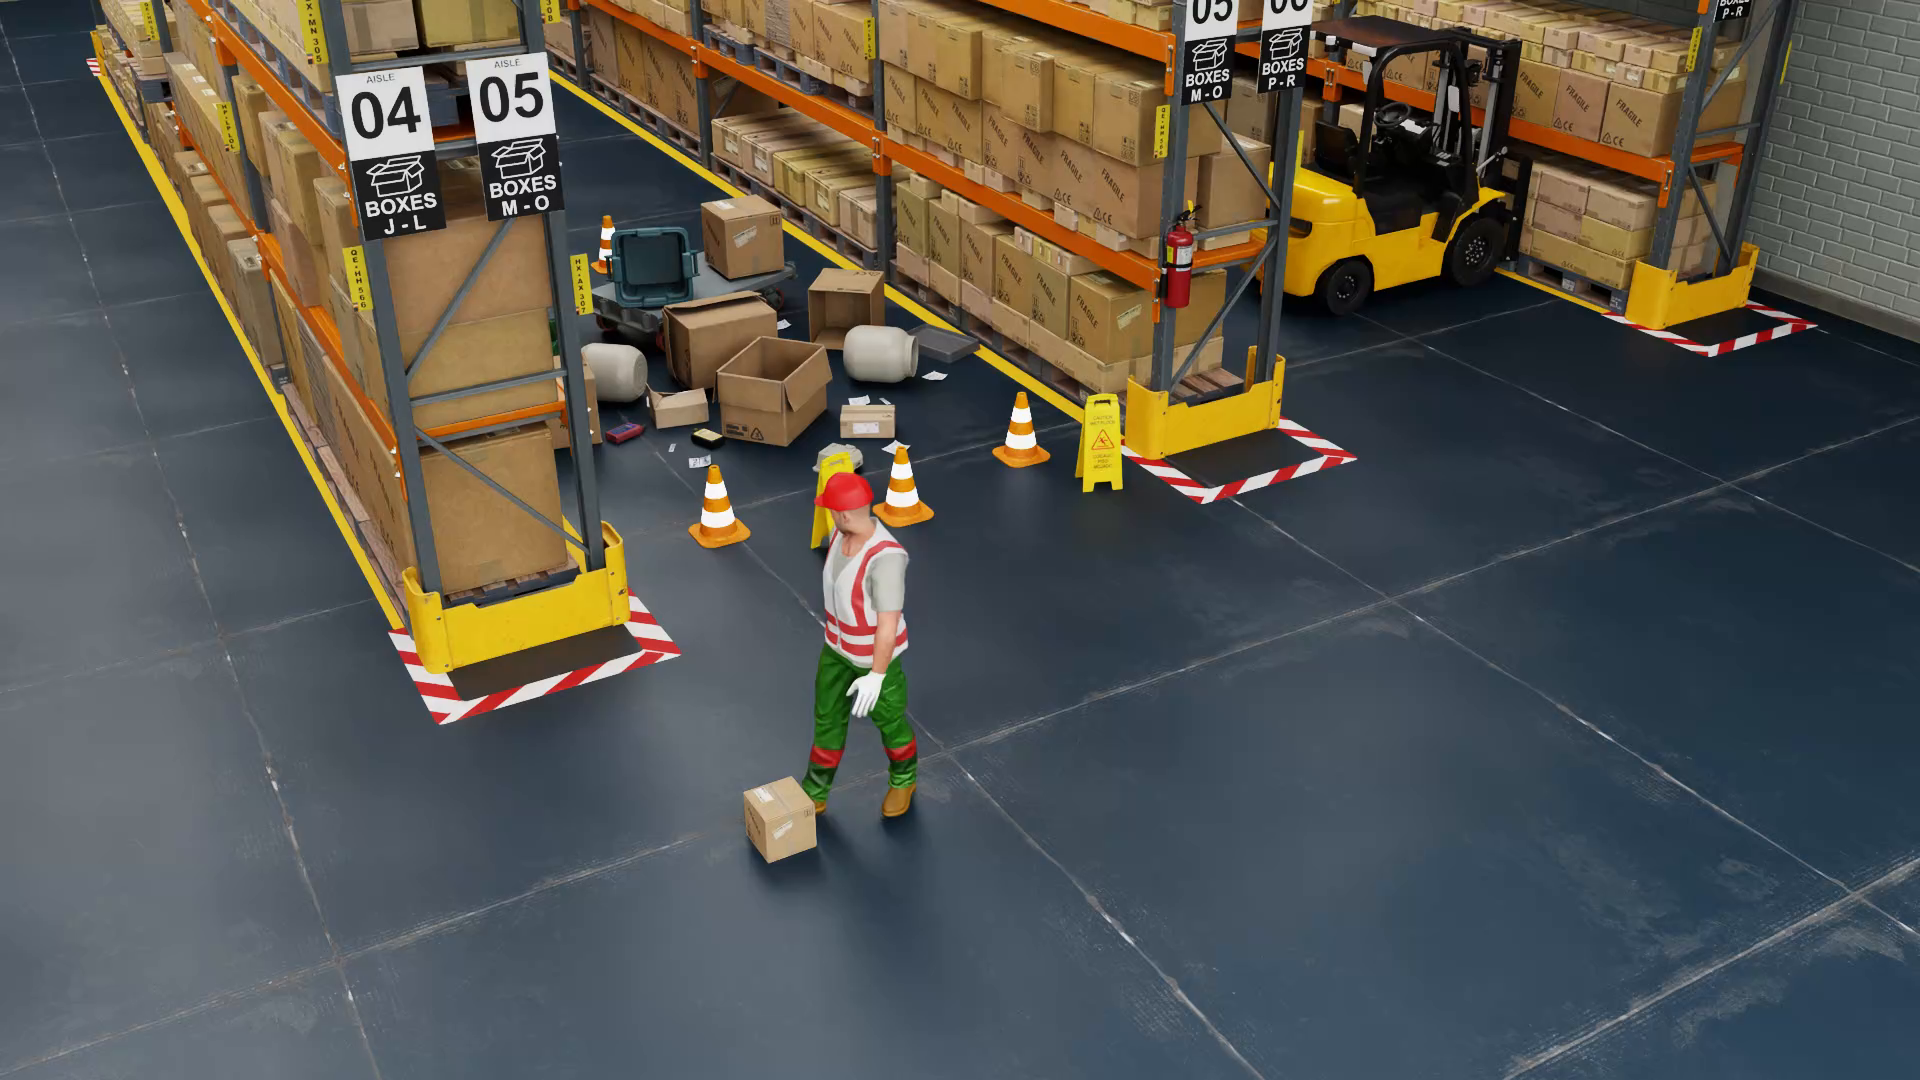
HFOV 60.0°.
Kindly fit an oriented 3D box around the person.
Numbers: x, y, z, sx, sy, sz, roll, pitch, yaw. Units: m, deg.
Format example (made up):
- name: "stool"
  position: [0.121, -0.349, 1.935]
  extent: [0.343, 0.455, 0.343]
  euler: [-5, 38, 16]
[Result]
- name: "person"
  position: [-0.505, 0.540, 7.510]
  extent: [0.727, 1.770, 0.615]
  euler: [-23, 36, -36]
